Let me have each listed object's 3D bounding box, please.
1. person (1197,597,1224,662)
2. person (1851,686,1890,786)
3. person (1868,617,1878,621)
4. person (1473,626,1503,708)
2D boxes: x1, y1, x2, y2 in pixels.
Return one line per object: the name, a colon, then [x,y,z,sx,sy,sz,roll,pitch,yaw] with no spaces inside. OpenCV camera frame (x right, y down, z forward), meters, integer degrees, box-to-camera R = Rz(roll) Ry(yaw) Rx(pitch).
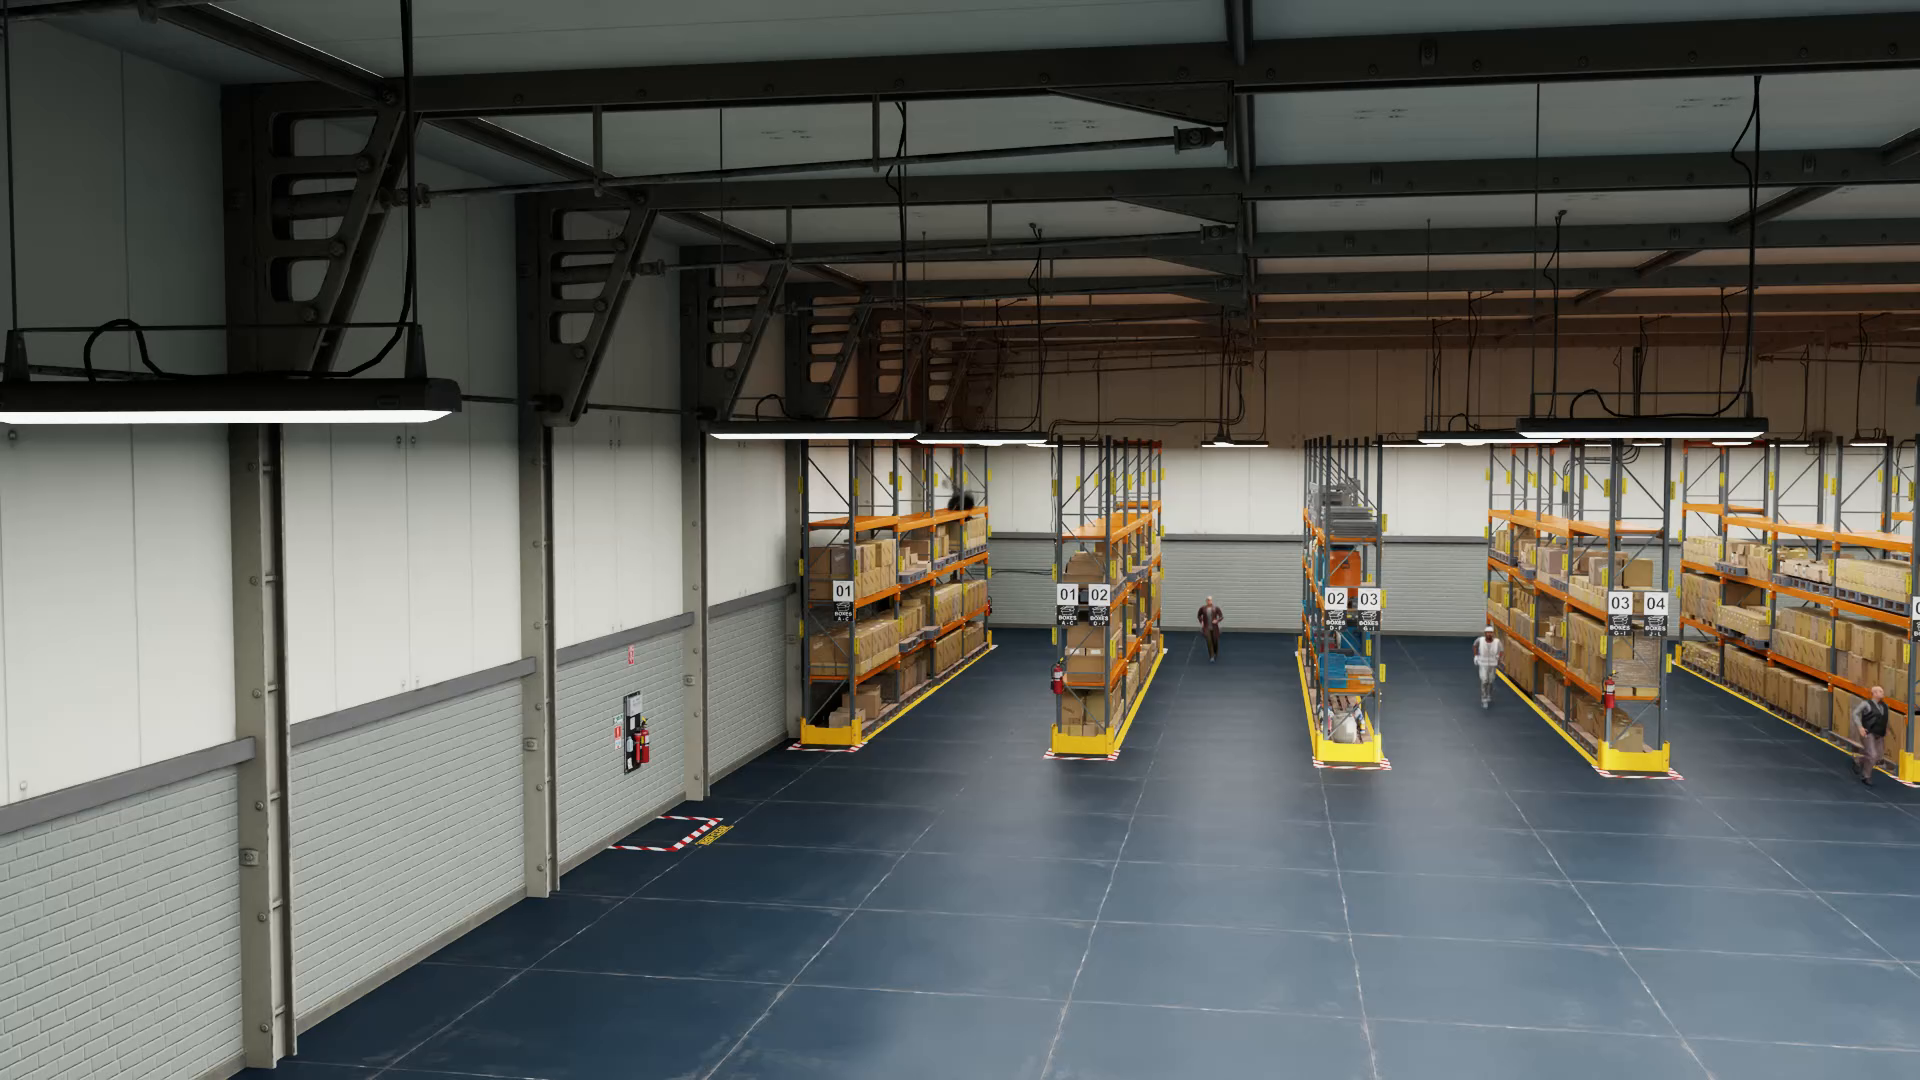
person: [6.791,2.411,45.119,0.707,1.756,0.882,0,3,8]
person: [15.696,3.352,28.649,0.707,1.678,0.670,-1,3,-13]
person: [24.747,2.473,44.998,0.576,1.614,0.667,1,3,15]
person: [11.831,2.829,37.230,0.599,1.828,0.918,0,3,6]
